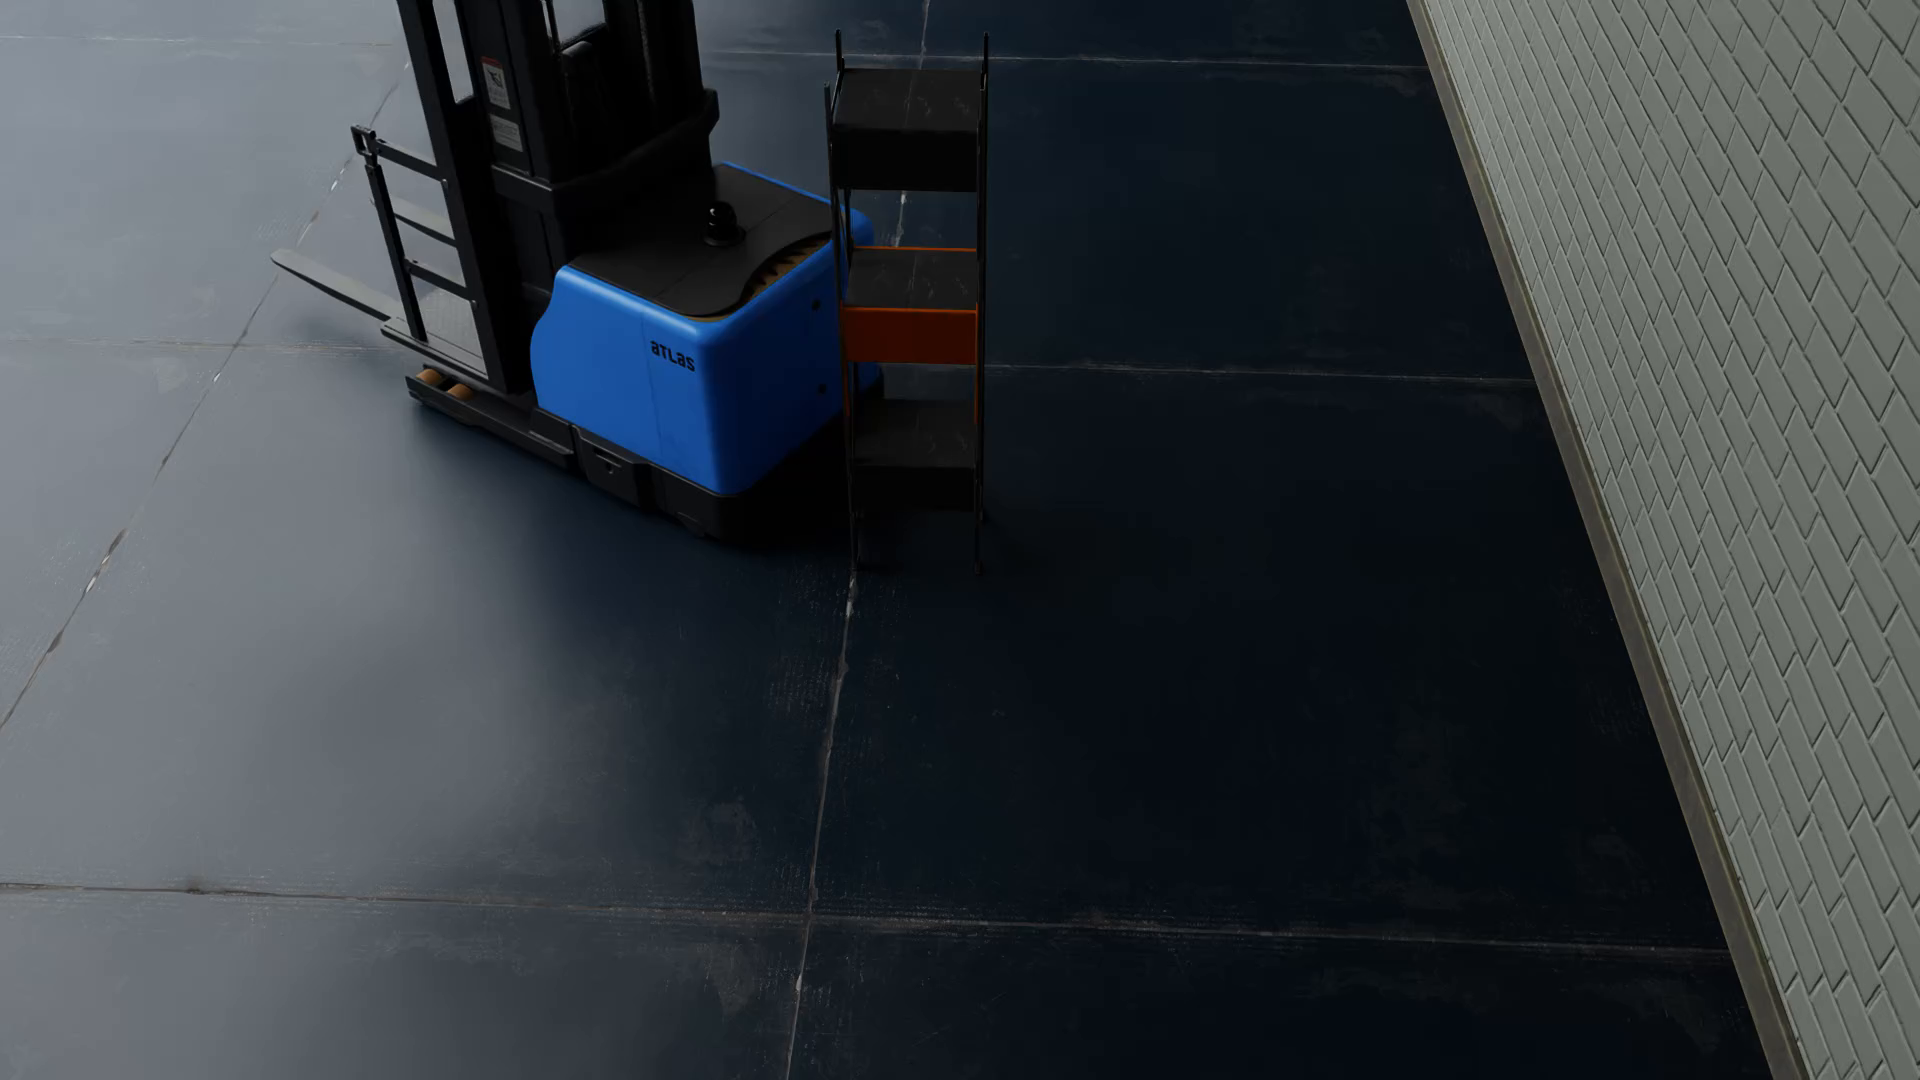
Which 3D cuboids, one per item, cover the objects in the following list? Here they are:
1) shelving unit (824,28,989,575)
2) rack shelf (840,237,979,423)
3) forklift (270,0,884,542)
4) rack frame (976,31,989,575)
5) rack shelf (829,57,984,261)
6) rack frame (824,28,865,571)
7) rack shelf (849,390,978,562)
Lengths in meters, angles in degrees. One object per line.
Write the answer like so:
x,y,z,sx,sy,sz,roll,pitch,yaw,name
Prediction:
-0.165,-0.773,6.040,0.503,2.100,0.431,2,43,2,shelving unit
-0.165,-0.763,6.049,0.480,0.518,0.431,2,43,2,rack shelf
-1.830,-1.860,6.596,3.031,2.935,1.130,25,48,24,forklift
0.078,-0.766,6.032,0.015,2.100,0.400,2,43,2,rack frame
-0.165,-1.276,5.572,0.480,0.518,0.431,2,43,2,rack shelf
-0.409,-0.781,6.048,0.015,2.100,0.400,2,43,2,rack frame
-0.165,-0.251,6.526,0.480,0.518,0.431,2,43,2,rack shelf
